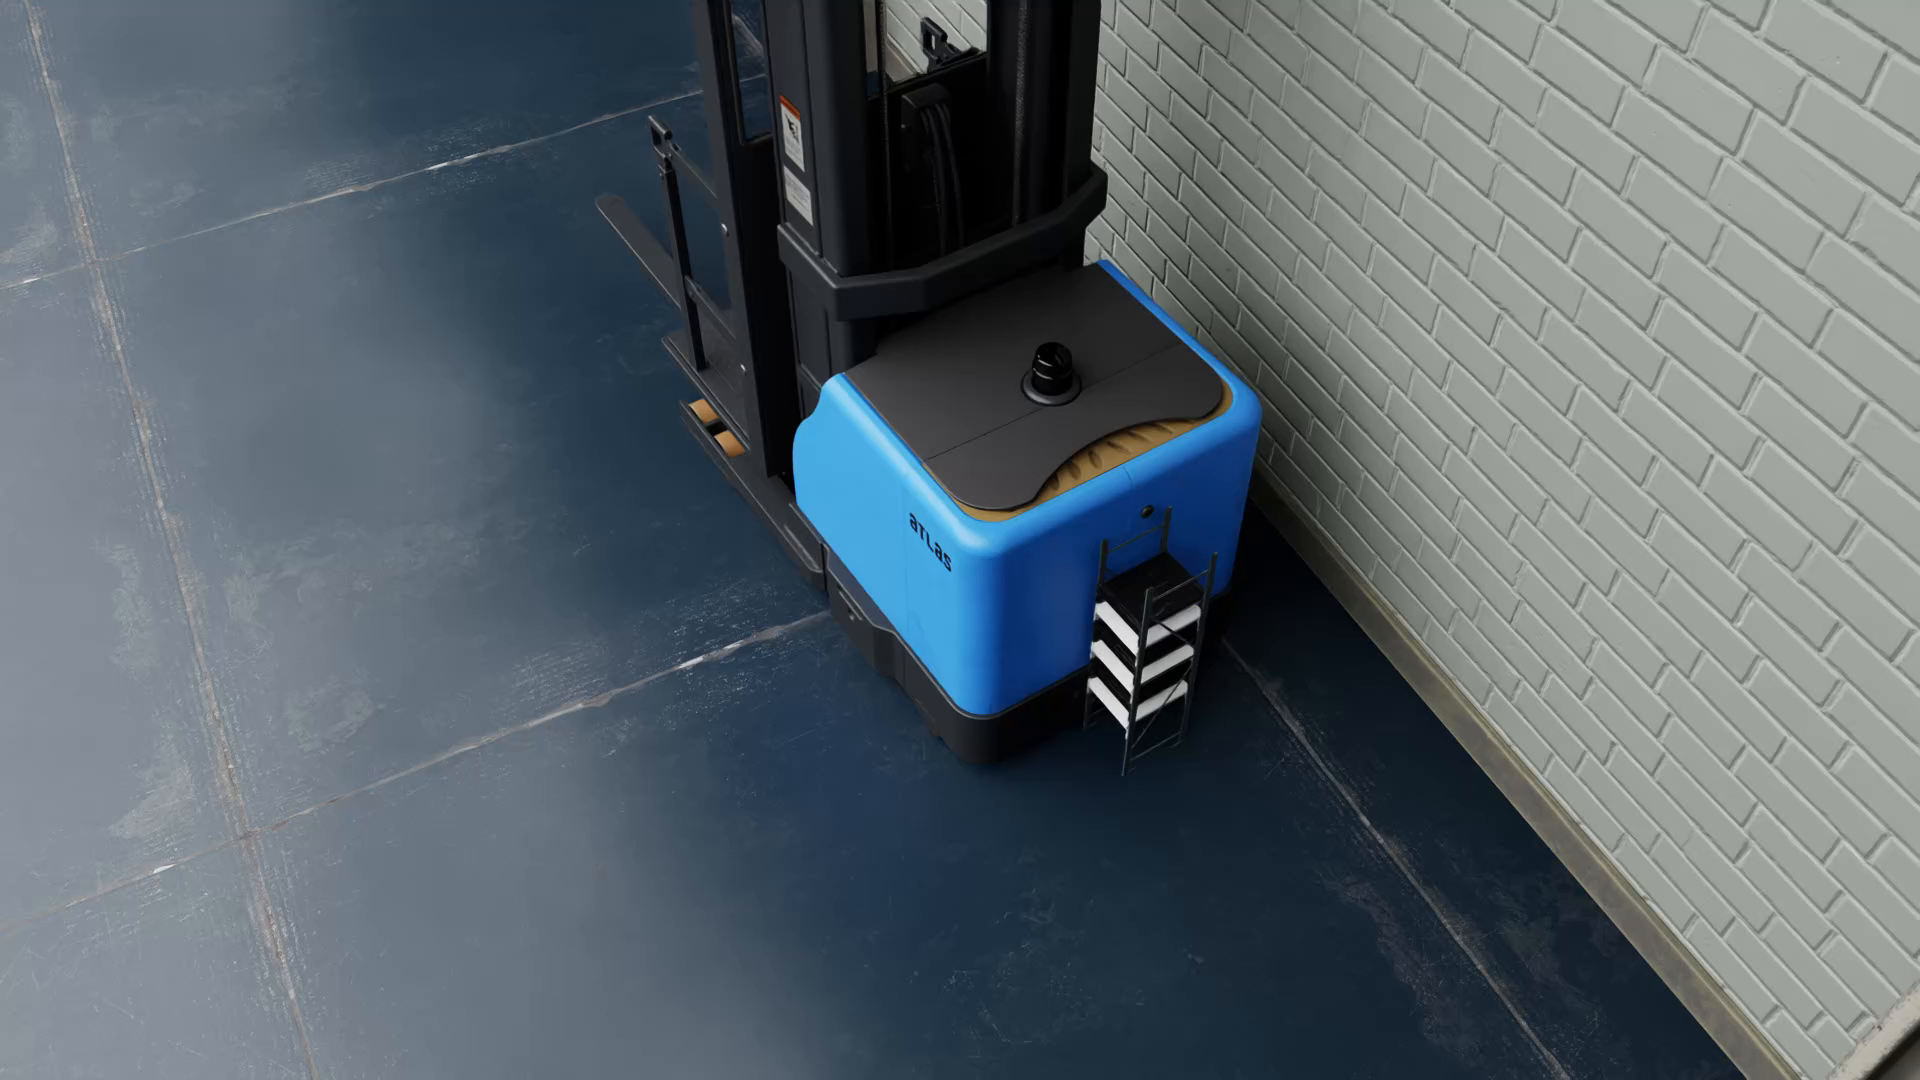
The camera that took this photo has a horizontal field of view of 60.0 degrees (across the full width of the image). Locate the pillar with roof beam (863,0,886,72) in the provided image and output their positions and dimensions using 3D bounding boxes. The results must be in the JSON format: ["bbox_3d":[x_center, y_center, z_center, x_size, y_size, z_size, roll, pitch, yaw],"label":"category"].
[{"bbox_3d":[-4.382,-3.747,3.049,9.100,9.000,0.400,-21,52,-18],"label":"pillar with roof beam"}]

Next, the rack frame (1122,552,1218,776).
[{"bbox_3d":[0.600,0.380,4.820,0.240,0.900,0.006,-26,54,-21],"label":"rack frame"}]

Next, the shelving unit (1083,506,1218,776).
[{"bbox_3d":[0.544,0.316,4.876,0.258,0.900,0.210,-26,54,-21],"label":"shelving unit"}]

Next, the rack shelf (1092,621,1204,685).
[{"bbox_3d":[0.544,0.279,4.833,0.258,0.077,0.200,-26,54,-21],"label":"rack shelf"}]

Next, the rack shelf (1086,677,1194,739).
[{"bbox_3d":[0.544,0.456,5.036,0.258,0.077,0.200,-26,54,-21],"label":"rack shelf"}]

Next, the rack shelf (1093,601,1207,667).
[{"bbox_3d":[0.544,0.219,4.765,0.258,0.077,0.200,-26,54,-21],"label":"rack shelf"}]

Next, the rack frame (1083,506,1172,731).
[{"bbox_3d":[0.489,0.252,4.932,0.240,0.900,0.006,-26,54,-21],"label":"rack frame"}]

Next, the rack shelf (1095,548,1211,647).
[{"bbox_3d":[0.544,0.160,4.698,0.258,0.077,0.200,-26,54,-21],"label":"rack shelf"}]

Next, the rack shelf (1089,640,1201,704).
[{"bbox_3d":[0.544,0.338,4.901,0.258,0.077,0.200,-26,54,-21],"label":"rack shelf"}]

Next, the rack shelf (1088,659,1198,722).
[{"bbox_3d":[0.544,0.397,4.969,0.258,0.077,0.200,-26,54,-21],"label":"rack shelf"}]

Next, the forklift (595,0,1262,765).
[{"bbox_3d":[-0.354,-1.373,5.004,1.130,2.935,3.031,-26,54,-21],"label":"forklift"}]
